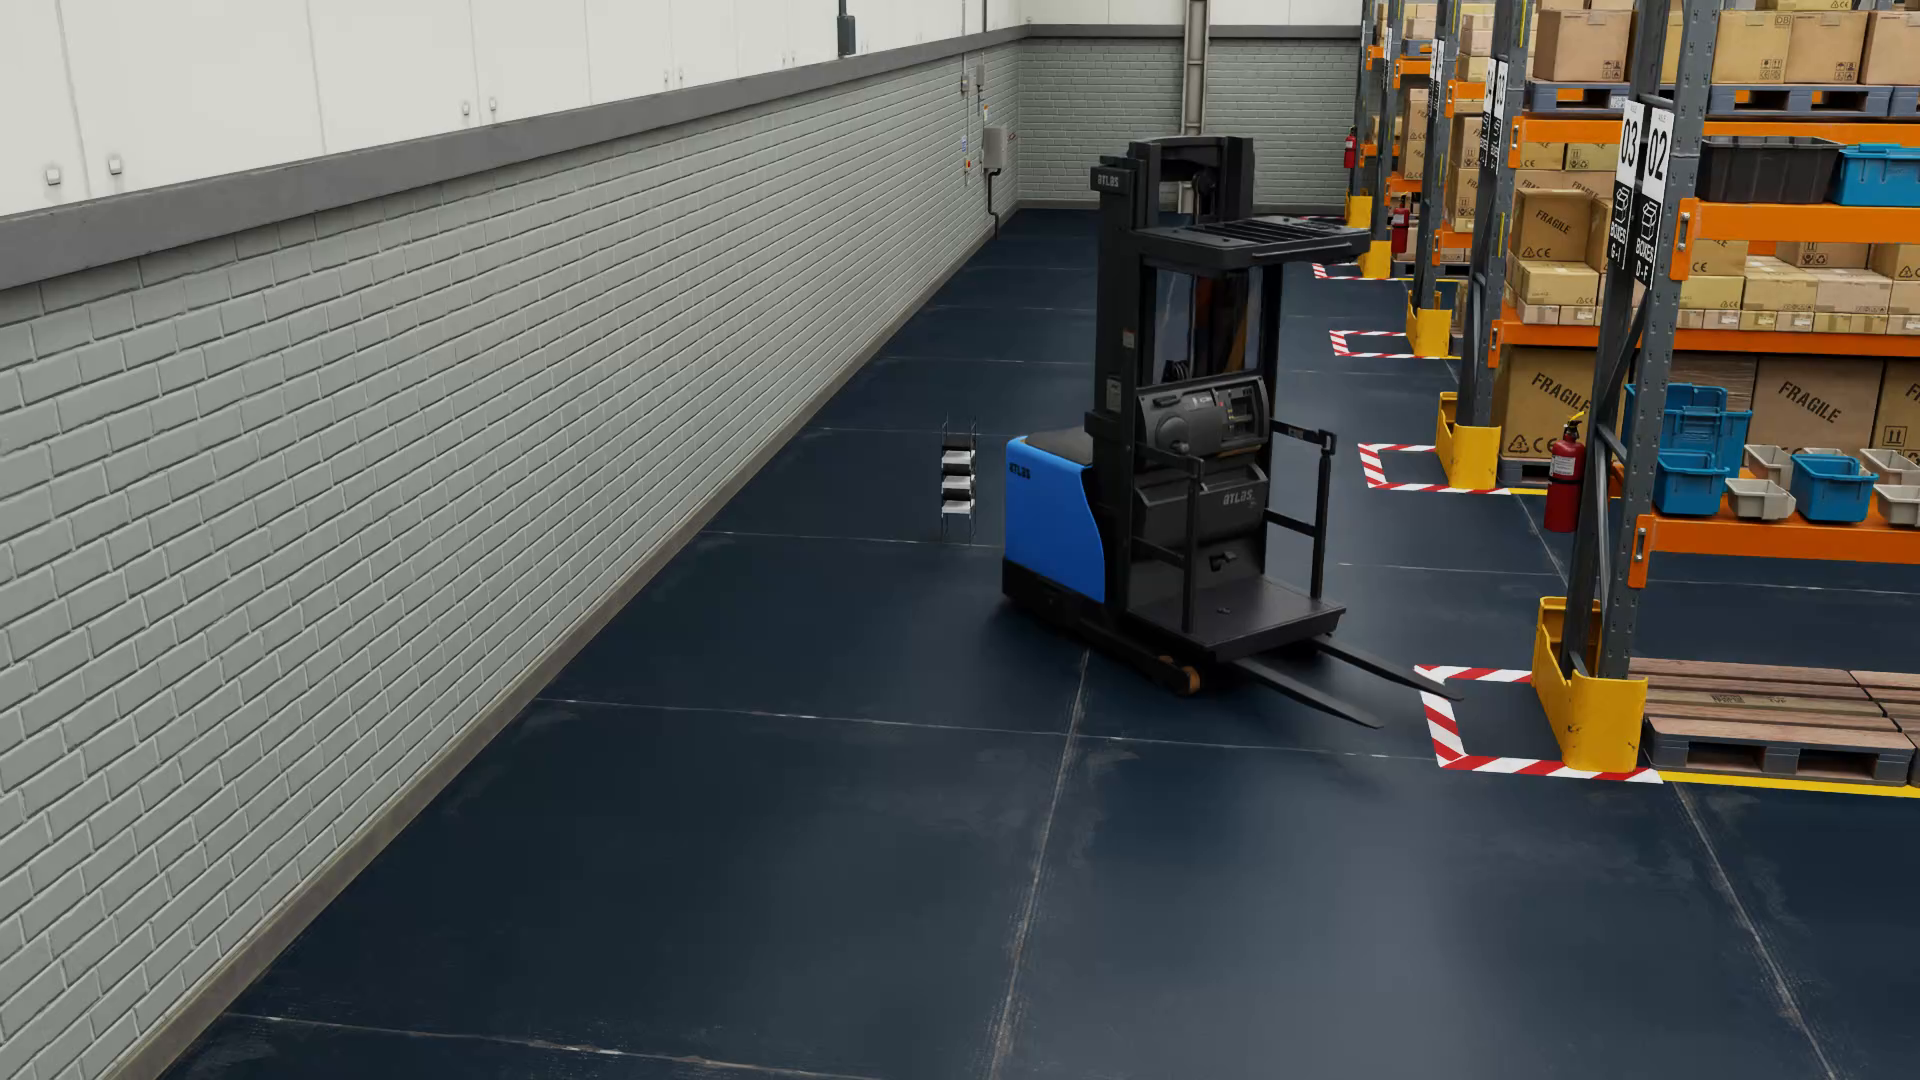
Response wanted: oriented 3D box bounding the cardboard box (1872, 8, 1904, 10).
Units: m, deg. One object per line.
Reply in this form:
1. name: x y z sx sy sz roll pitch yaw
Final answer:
1. cardboard box: 9.312 -4.961 16.354 0.500 0.500 0.700 3 19 9

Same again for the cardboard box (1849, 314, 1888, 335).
1. cardboard box: 6.700 -1.641 12.377 0.250 0.149 0.380 3 19 10

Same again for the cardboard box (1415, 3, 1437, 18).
1. cardboard box: 7.373 -8.254 25.998 0.500 0.250 0.500 3 19 8

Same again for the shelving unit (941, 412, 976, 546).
1. shelving unit: -0.008 -0.427 11.662 0.210 0.900 0.258 3 19 9

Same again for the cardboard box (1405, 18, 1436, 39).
1. cardboard box: 6.150 -6.706 21.806 0.500 0.250 0.500 1 19 4

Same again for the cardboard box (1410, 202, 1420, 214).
1. cardboard box: 7.478 -5.411 27.077 0.250 0.149 0.380 2 19 6

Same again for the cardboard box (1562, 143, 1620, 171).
1. cardboard box: 6.417 -4.047 16.968 0.500 0.500 0.500 2 19 7

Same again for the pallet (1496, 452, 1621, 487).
1. pallet: 4.922 -0.659 13.441 1.213 0.211 1.003 3 19 9

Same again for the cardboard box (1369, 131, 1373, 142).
1. cardboard box: 6.845 -6.606 27.214 0.250 0.149 0.380 3 19 8

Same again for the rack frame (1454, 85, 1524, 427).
1. rack frame: 4.120 -1.997 13.046 0.127 3.000 1.000 3 19 9

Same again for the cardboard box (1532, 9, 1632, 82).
1. cardboard box: 4.642 -3.705 12.443 0.500 0.500 0.700 2 19 5

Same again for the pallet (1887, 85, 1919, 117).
1. pallet: 7.263 -3.221 12.115 1.213 0.211 1.003 3 19 9

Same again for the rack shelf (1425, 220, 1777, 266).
1. rack shelf: 6.981 -3.104 17.488 4.000 0.370 1.077 3 19 9

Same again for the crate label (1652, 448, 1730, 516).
1. crate label: 3.526 -0.279 8.080 0.303 0.233 0.416 3 19 9

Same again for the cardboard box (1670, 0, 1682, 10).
1. cardboard box: 9.094 -6.713 21.434 0.500 0.500 0.500 3 19 10

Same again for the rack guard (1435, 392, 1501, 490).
1. rack guard: 4.096 -0.813 13.446 0.348 0.500 1.175 3 19 9

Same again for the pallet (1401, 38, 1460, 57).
1. pallet: 6.426 -6.449 21.761 1.213 0.211 1.003 3 19 9

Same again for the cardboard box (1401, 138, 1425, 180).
1. cardboard box: 6.120 -5.035 21.968 0.500 0.500 0.500 3 19 8

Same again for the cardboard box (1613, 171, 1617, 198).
1. cardboard box: 6.924 -3.554 17.072 0.500 0.500 0.500 2 19 7

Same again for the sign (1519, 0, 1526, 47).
1. sign: 4.026 -3.698 11.900 0.005 0.325 0.100 3 19 9

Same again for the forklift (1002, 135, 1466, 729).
1. forklift: 1.509 -0.697 9.266 1.130 2.935 3.031 -12 22 -32

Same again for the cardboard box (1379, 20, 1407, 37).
1. cardboard box: 6.870 -8.042 26.151 0.500 0.250 0.500 3 19 8

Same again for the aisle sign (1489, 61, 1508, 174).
1. aisle sign: 4.001 -3.140 12.363 0.004 0.787 0.394 3 19 9

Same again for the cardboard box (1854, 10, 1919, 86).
1. cardboard box: 6.757 -3.562 12.016 0.500 0.500 0.700 4 19 11

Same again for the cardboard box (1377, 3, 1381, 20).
1. cardboard box: 6.958 -8.452 26.588 0.500 0.250 0.500 2 19 7

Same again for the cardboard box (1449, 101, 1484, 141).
1. cardboard box: 6.632 -5.487 21.740 0.500 0.500 0.500 2 19 7

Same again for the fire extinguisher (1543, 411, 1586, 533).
1. fire extinguisher: 3.257 -0.382 8.928 0.183 0.674 0.296 3 19 9

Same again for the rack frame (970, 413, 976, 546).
1. rack frame: 0.092 -0.422 11.646 0.006 0.900 0.240 3 19 9

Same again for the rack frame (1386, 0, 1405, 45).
1. rack frame: 5.692 -7.947 21.373 0.127 3.000 1.000 3 19 9

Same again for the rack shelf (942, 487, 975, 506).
1. rack shelf: -0.008 -0.310 11.701 0.200 0.077 0.258 3 19 9

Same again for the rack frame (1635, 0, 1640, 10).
1. rack frame: 10.425 -9.301 25.419 0.127 3.000 1.000 3 19 9

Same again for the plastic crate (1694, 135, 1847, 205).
1. plastic crate: 3.670 -1.700 7.634 0.590 0.269 0.497 3 19 9

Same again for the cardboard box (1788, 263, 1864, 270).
1. cardboard box: 6.644 -2.023 12.889 0.500 0.250 0.500 3 19 10

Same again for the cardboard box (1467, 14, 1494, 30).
1. cardboard box: 5.290 -5.236 16.818 0.250 0.149 0.380 3 19 8

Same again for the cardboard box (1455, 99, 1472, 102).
1. cardboard box: 6.507 -5.787 21.615 0.250 0.149 0.380 4 19 10

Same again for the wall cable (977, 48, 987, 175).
1. wall cable: 0.334 -6.305 24.319 0.122 1.984 0.588 3 19 9

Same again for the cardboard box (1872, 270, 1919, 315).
1. cardboard box: 7.080 -1.831 12.317 0.500 0.250 0.500 3 19 10

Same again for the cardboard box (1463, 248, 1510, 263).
1. cardboard box: 7.264 -4.041 22.529 0.875 0.438 0.875 3 19 10

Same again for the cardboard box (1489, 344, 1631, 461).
1. cardboard box: 4.764 -1.182 13.295 0.875 0.875 0.875 3 19 9

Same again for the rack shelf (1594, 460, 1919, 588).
1. rack shelf: 5.309 -0.004 8.221 4.000 0.370 1.077 3 19 9

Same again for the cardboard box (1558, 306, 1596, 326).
1. cardboard box: 4.672 -1.745 12.686 0.250 0.149 0.380 3 19 8

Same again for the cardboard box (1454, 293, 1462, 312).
1. cardboard box: 5.573 -2.597 18.201 0.250 0.149 0.380 2 19 7

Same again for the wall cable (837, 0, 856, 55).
1. wall cable: -0.916 -7.732 15.661 0.120 5.999 2.277 3 19 9

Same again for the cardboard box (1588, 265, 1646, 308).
1. cardboard box: 5.065 -1.935 12.625 0.500 0.250 0.500 3 19 8

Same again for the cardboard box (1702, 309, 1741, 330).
1. cardboard box: 5.688 -1.693 12.532 0.250 0.149 0.380 3 19 8

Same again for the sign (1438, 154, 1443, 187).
1. sign: 4.920 -3.787 17.029 0.005 0.325 0.100 3 19 9

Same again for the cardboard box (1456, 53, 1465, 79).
1. cardboard box: 5.497 -4.958 17.402 0.500 0.250 0.500 3 19 7

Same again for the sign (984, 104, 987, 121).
1. sign: 0.385 -6.414 24.944 0.001 0.242 0.339 3 19 9

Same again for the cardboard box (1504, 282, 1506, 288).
1. cardboard box: 5.808 -2.698 18.032 0.250 0.149 0.380 3 19 10

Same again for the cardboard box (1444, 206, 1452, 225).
1. cardboard box: 5.373 -3.499 17.930 0.250 0.149 0.380 3 19 9

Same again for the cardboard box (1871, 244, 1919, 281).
1. cardboard box: 7.079 -2.188 12.200 0.500 0.500 0.500 3 19 9

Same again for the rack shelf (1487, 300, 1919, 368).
1. rack shelf: 6.095 -1.556 12.859 4.000 0.370 1.077 3 19 9

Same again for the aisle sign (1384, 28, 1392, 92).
1. aisle sign: 5.575 -6.248 21.651 0.004 0.787 0.394 3 19 9
